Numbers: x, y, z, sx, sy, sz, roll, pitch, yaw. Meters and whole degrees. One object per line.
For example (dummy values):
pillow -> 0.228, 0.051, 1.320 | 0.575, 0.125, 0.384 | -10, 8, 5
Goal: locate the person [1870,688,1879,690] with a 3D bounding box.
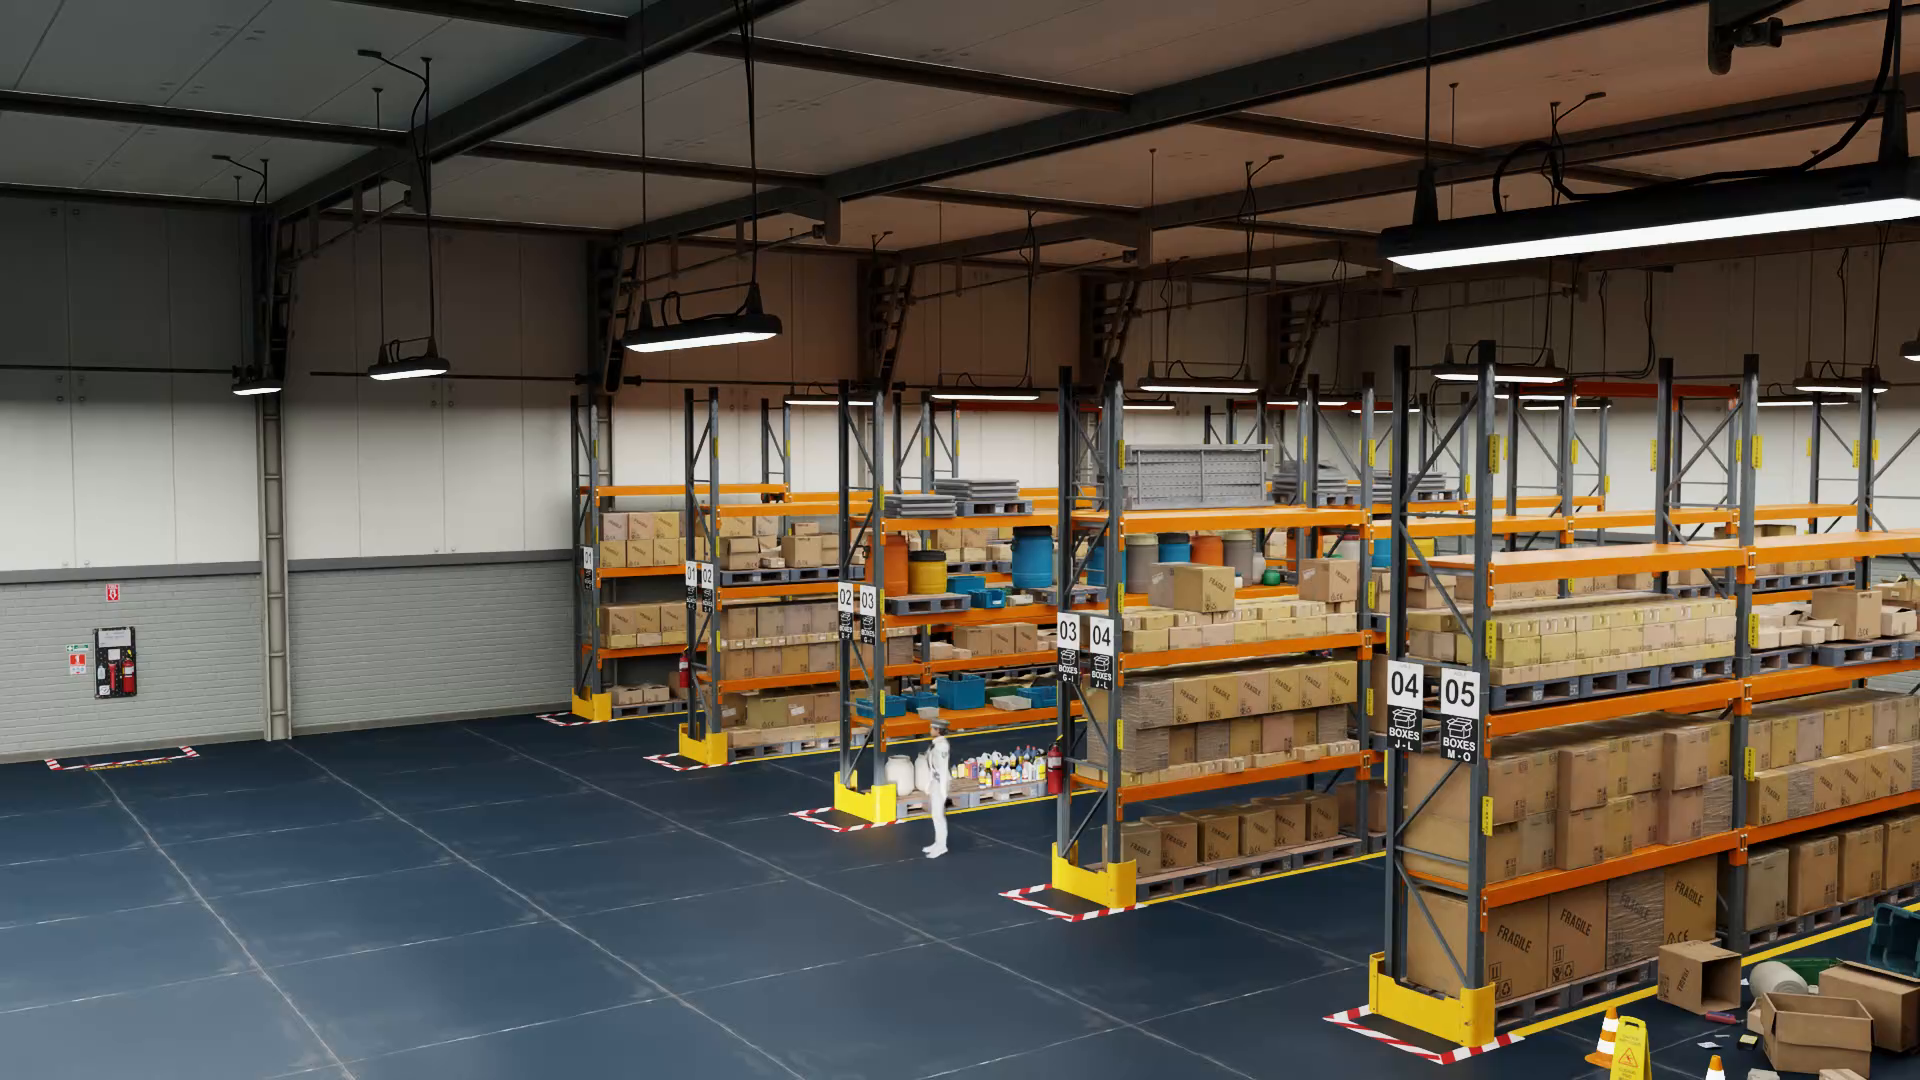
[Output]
person -> 13.022, 2.910, 23.681 | 0.665, 1.632, 0.506 | -2, 4, -36

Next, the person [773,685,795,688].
person -> -3.244, 2.460, 30.218 | 0.411, 1.802, 0.623 | 3, 4, 38

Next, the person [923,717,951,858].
person -> -0.289, 3.084, 20.817 | 0.349, 1.721, 0.547 | -1, 3, -9
